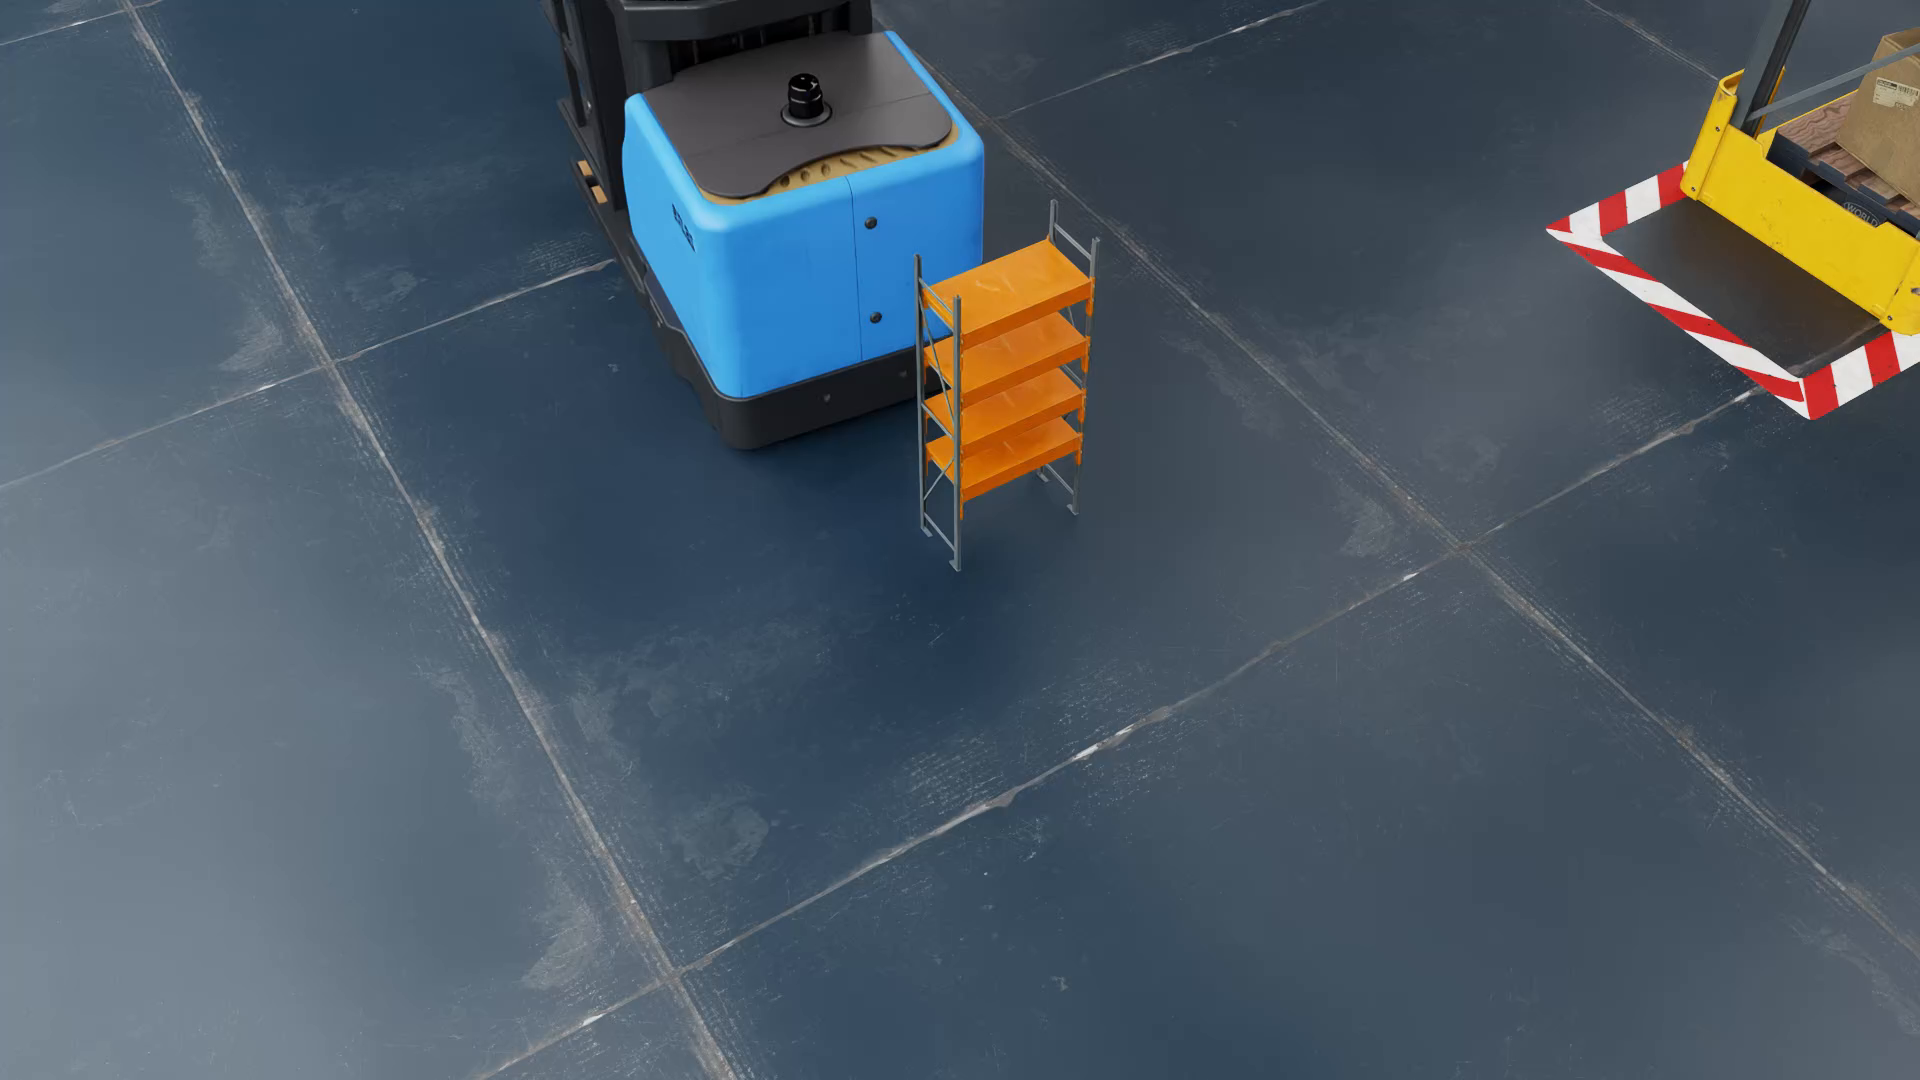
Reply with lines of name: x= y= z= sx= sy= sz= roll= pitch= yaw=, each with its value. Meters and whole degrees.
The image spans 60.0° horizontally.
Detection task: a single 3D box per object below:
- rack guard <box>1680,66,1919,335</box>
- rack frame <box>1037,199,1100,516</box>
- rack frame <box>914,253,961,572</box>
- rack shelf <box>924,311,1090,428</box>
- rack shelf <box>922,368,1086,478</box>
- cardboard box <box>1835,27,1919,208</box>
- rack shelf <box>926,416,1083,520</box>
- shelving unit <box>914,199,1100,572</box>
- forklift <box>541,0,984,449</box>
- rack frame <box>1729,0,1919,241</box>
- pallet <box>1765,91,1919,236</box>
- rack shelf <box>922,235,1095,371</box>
rack guard: x=3.501 y=-1.380 z=6.644 sx=0.348 sy=0.500 sz=1.175 roll=-25 pitch=53 yaw=-21
rack frame: x=0.346 y=-0.562 z=5.447 sx=0.015 sy=1.200 sz=0.240 roll=-25 pitch=53 yaw=-21
rack frame: x=-0.066 y=-0.368 z=5.274 sx=0.015 sy=1.200 sz=0.240 roll=-25 pitch=53 yaw=-21
rack shelf: x=0.140 y=-0.569 z=5.244 sx=0.480 sy=0.148 sz=0.258 roll=-25 pitch=53 yaw=-21
rack shelf: x=0.140 y=-0.420 z=5.411 sx=0.480 sy=0.148 sz=0.258 roll=-25 pitch=53 yaw=-21
cardboard box: x=3.973 y=-1.727 z=6.672 sx=0.500 sy=0.500 sz=0.500 roll=-16 pitch=50 yaw=-14
rack shelf: x=0.140 y=-0.288 z=5.559 sx=0.480 sy=0.148 sz=0.258 roll=-25 pitch=53 yaw=-21
shelving unit: x=0.140 y=-0.465 z=5.361 sx=0.503 sy=1.200 sz=0.258 roll=-25 pitch=53 yaw=-21
forklift: x=-0.986 y=-2.414 z=5.937 sx=1.130 sy=2.935 sz=3.031 roll=-19 pitch=51 yaw=-16
rack frame: x=3.436 y=-2.181 z=5.683 sx=0.127 sy=3.000 sz=1.000 roll=-25 pitch=53 yaw=-21
pallet: x=4.206 y=-1.585 z=7.020 sx=1.213 sy=0.211 sz=1.003 roll=-25 pitch=53 yaw=-21
rack shelf: x=0.140 y=-0.726 z=5.067 sx=0.480 sy=0.148 sz=0.258 roll=-25 pitch=53 yaw=-21
